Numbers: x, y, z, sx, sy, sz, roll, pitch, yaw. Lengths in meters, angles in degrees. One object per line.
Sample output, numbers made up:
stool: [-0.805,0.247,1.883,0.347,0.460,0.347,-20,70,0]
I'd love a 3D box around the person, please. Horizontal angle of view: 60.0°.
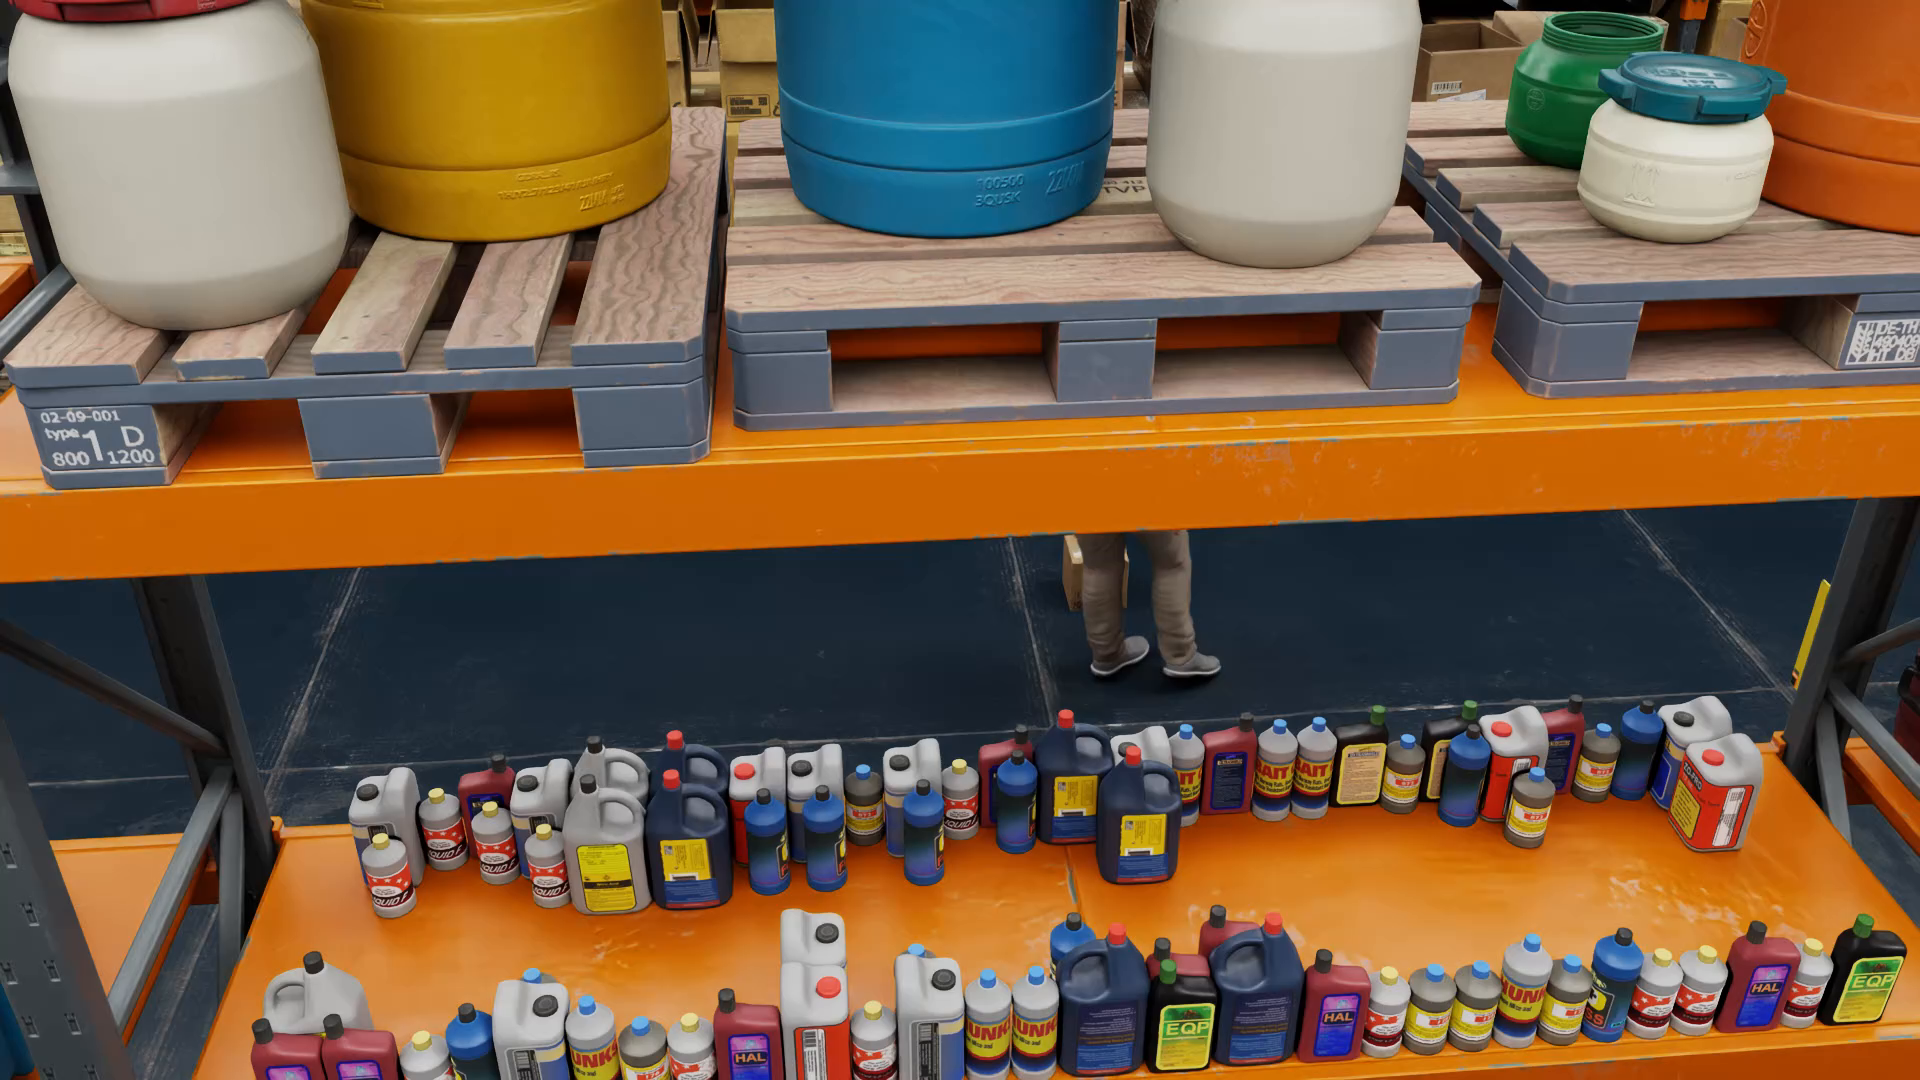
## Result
person: [0.692,-0.201,6.488,0.731,1.759,0.396,12,33,19]
